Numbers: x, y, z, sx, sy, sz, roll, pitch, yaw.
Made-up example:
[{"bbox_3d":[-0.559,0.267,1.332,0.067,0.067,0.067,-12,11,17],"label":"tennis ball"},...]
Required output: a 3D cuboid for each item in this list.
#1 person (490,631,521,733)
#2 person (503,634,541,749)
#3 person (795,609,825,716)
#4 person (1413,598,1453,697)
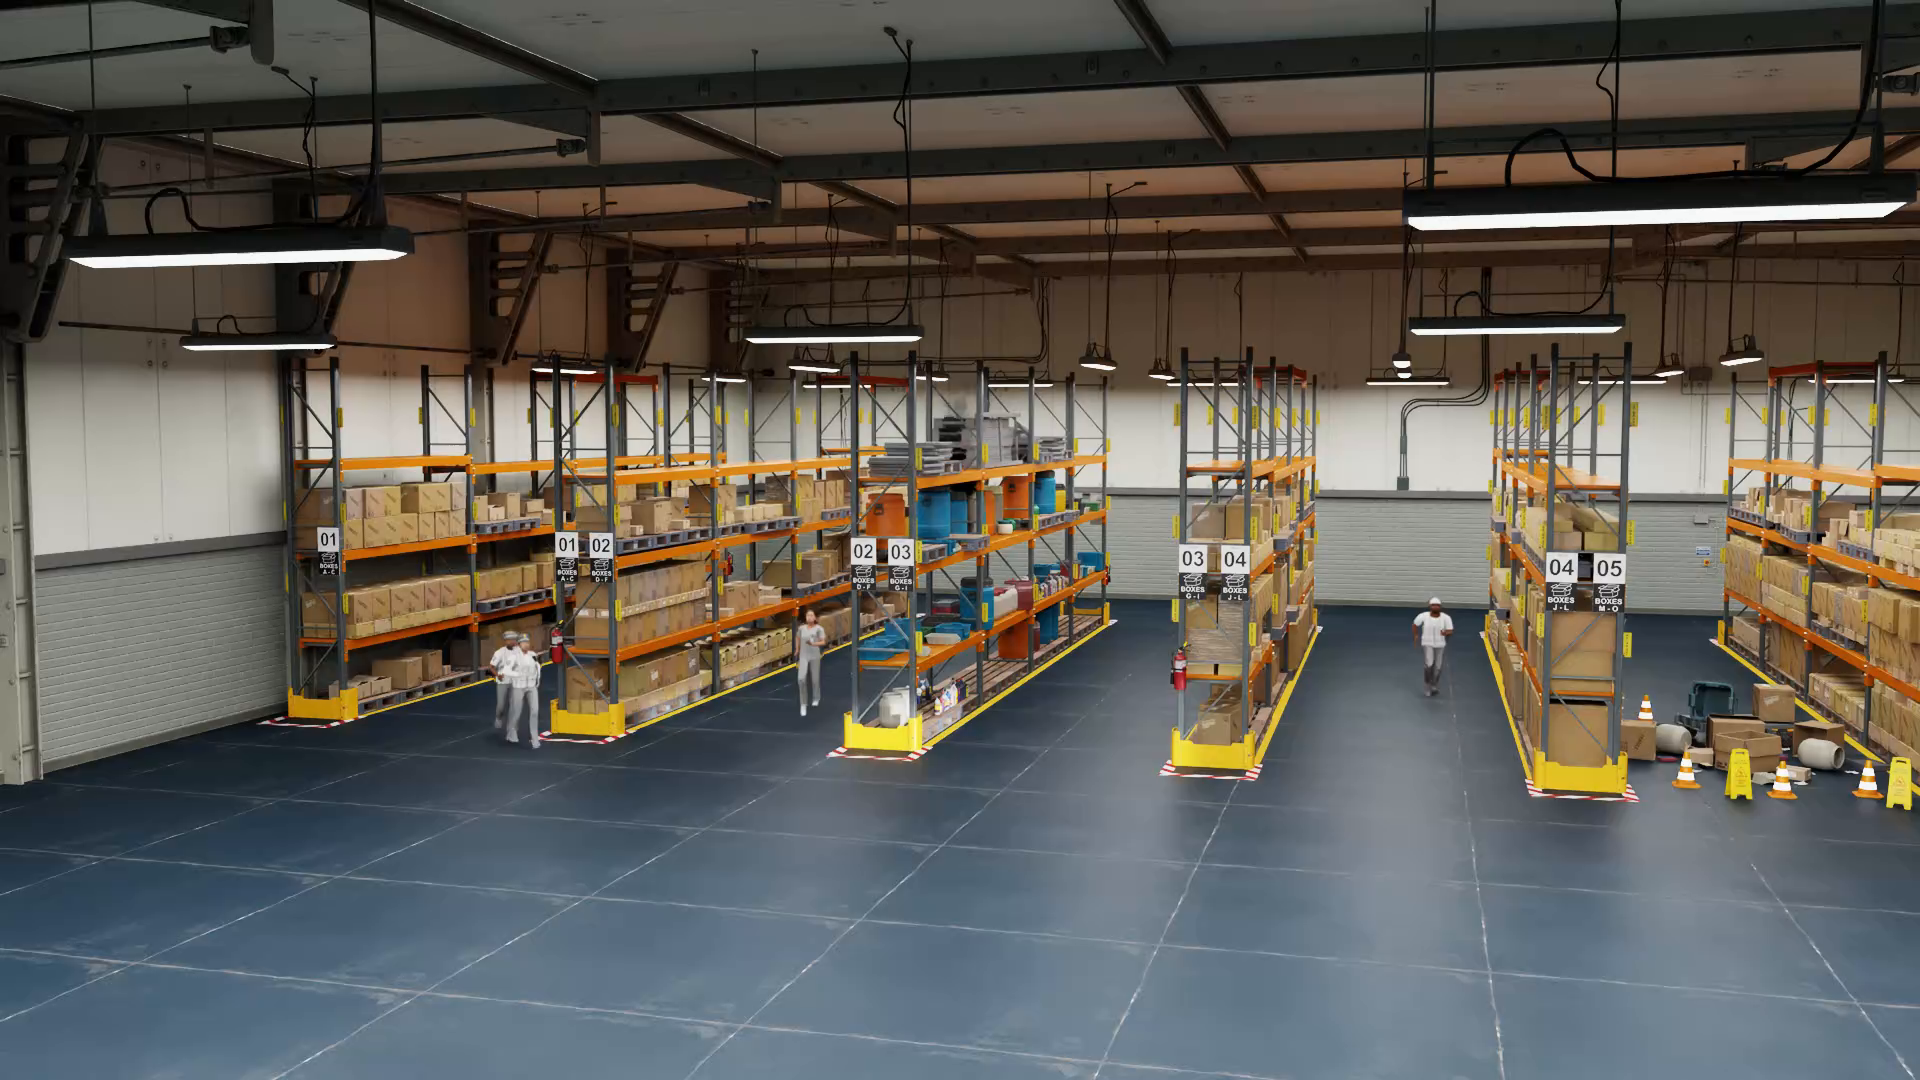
[{"bbox_3d":[-7.073,2.207,26.098,0.568,1.602,0.757,-2,5,-23],"label":"person"},{"bbox_3d":[-6.644,2.279,25.346,0.620,1.721,0.825,-3,5,-31],"label":"person"},{"bbox_3d":[-2.456,1.984,27.210,0.531,1.716,0.730,0,4,4],"label":"person"},{"bbox_3d":[8.515,1.932,29.895,0.671,1.801,0.720,0,4,6],"label":"person"}]
